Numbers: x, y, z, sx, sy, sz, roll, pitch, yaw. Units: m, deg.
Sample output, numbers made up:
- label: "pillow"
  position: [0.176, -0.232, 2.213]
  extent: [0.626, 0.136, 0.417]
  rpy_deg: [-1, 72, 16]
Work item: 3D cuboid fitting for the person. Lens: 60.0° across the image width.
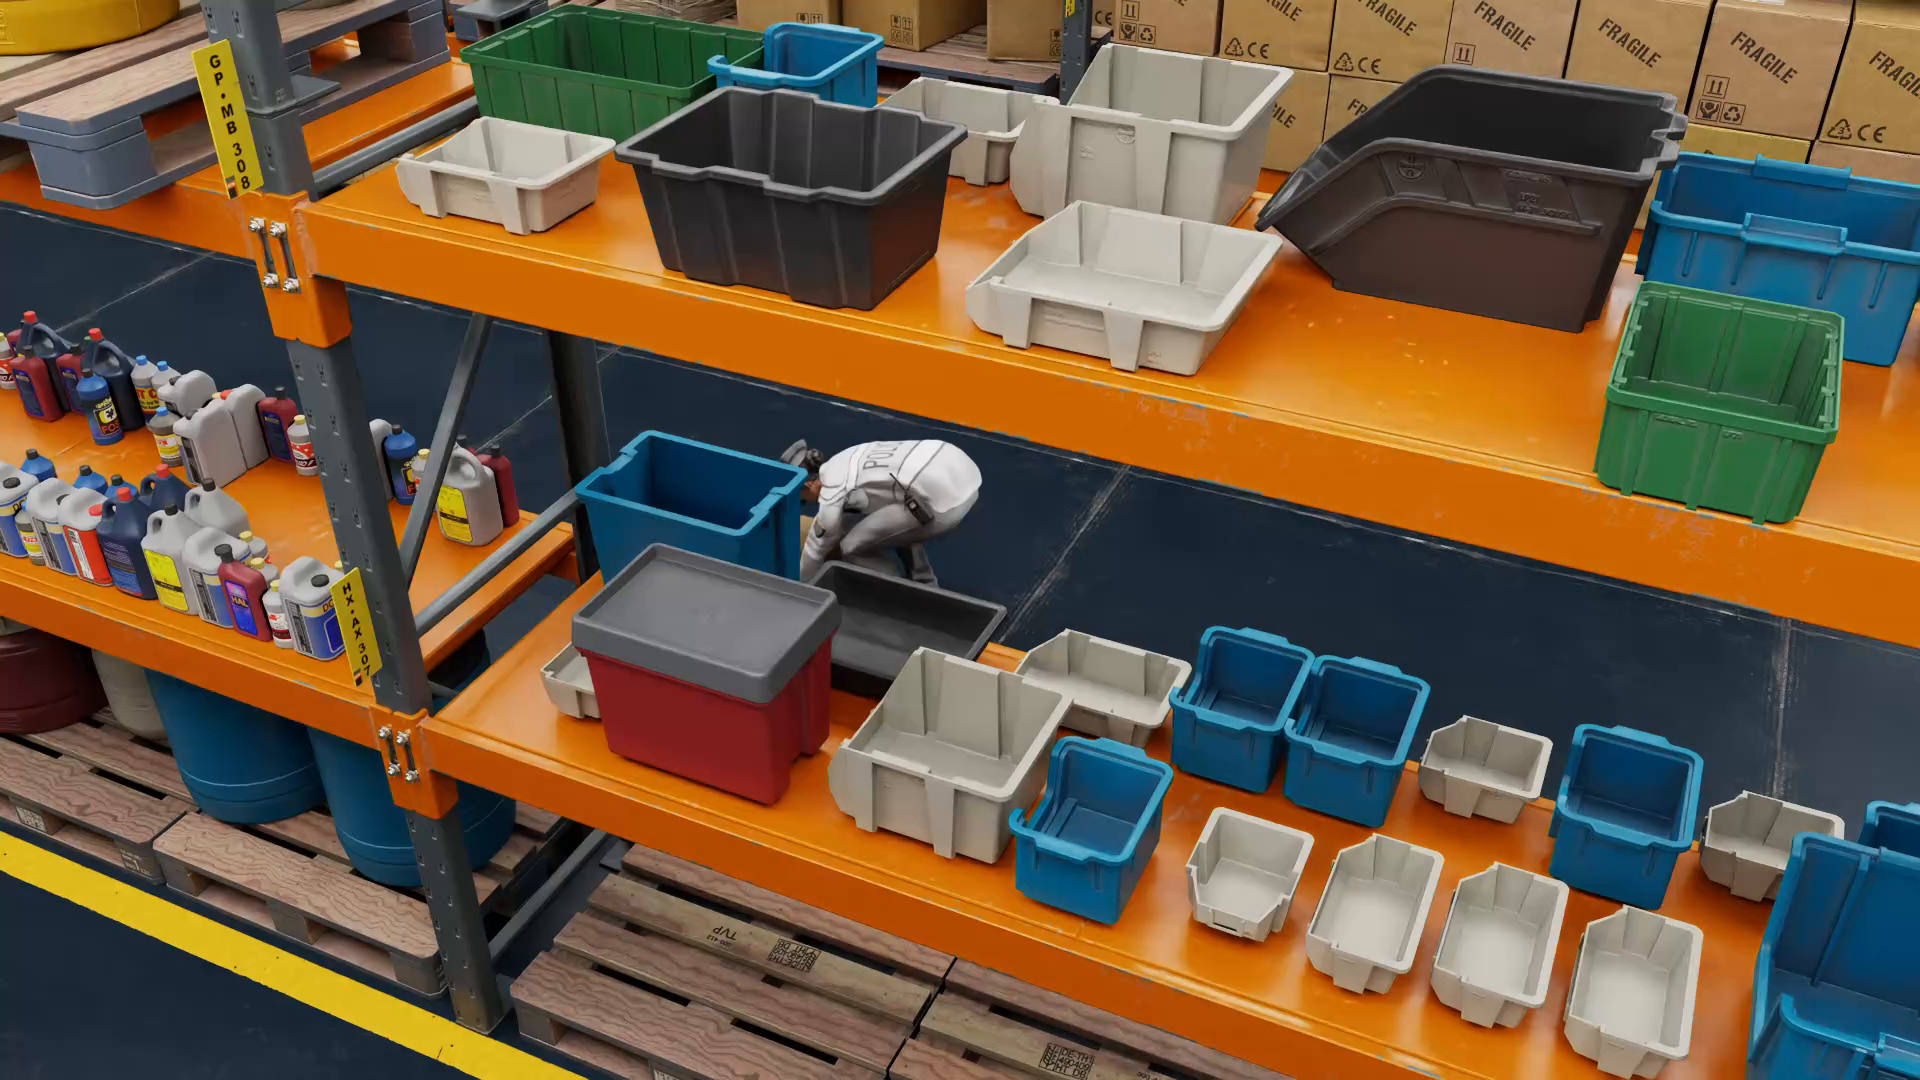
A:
- label: "person"
  position: [-0.359, -0.055, 7.010]
  extent: [0.897, 0.822, 0.461]
  rpy_deg: [13, 36, 19]
